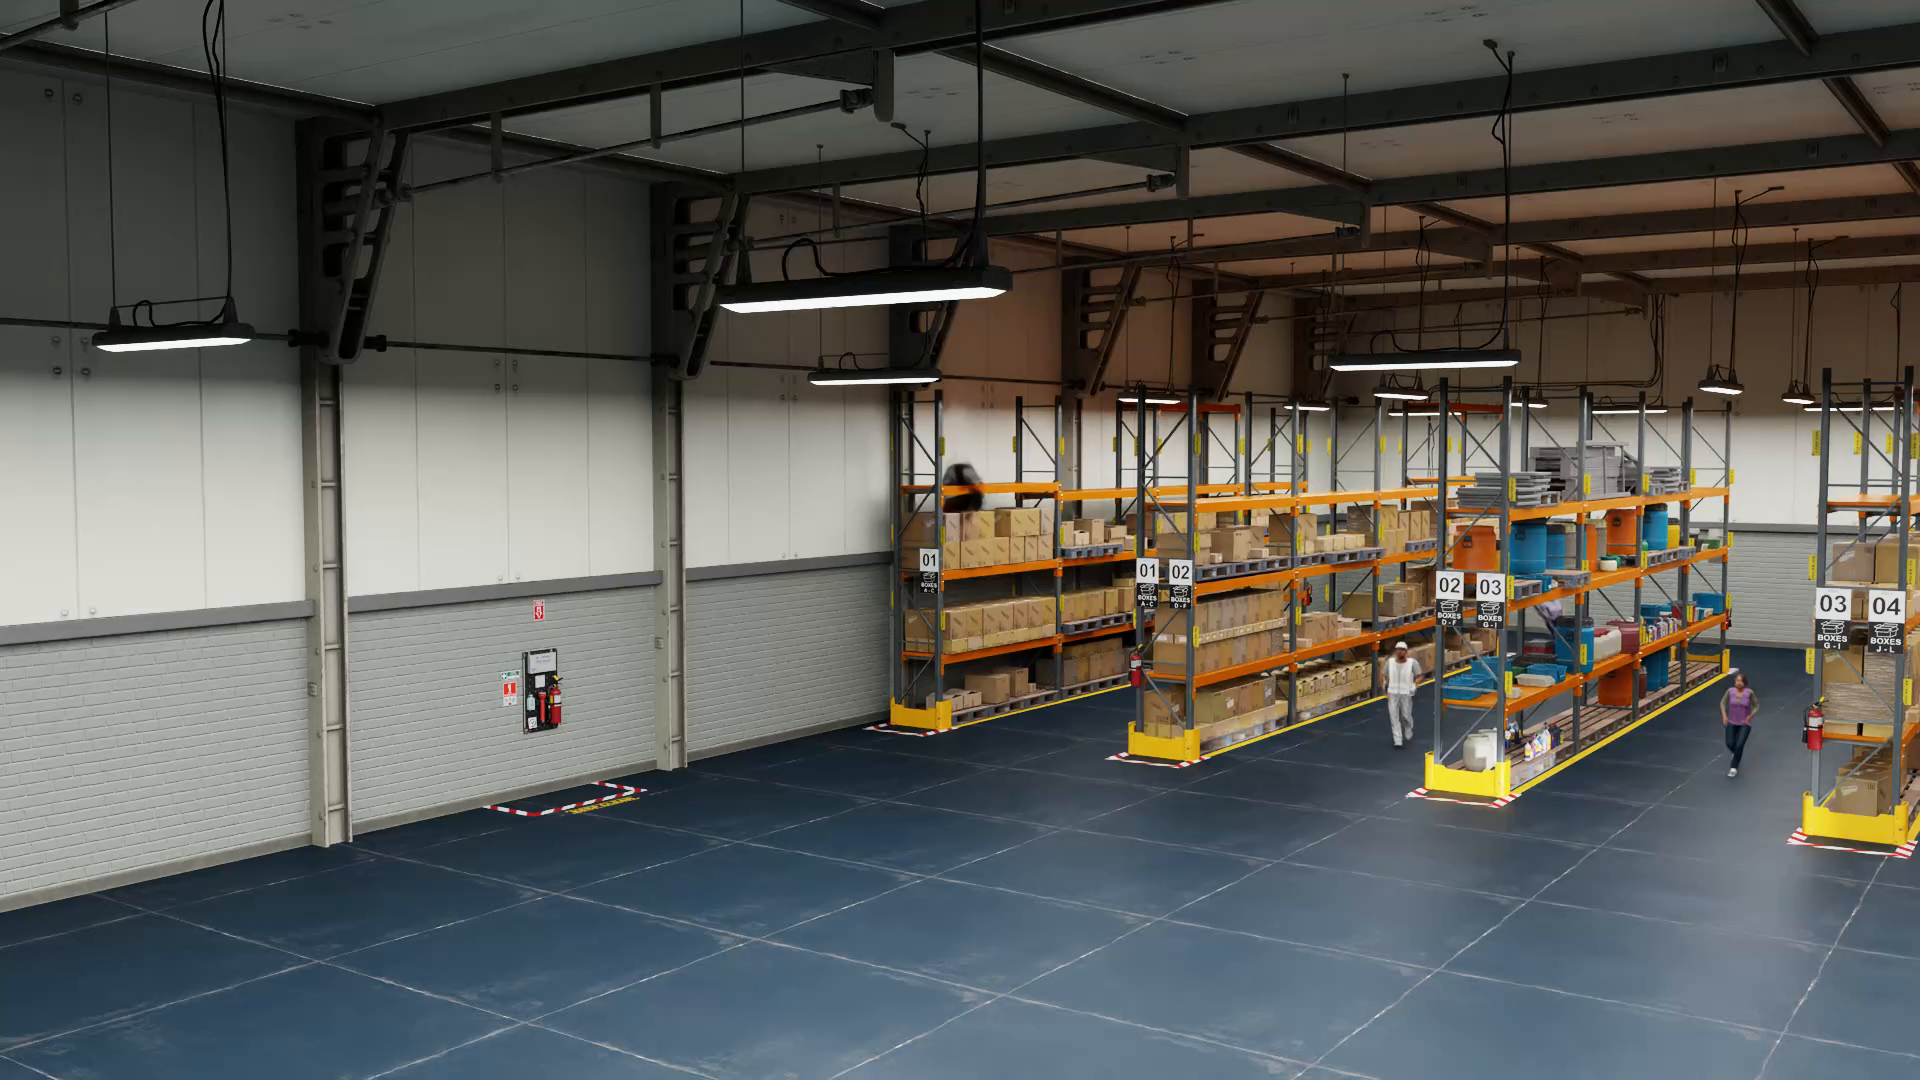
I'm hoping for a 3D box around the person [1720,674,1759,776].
[{"bbox_3d":[11.878,2.808,25.355,0.553,1.557,0.534,2,4,30],"label":"person"}]

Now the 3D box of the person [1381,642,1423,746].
[{"bbox_3d":[7.368,2.569,27.814,0.678,1.733,0.620,1,4,24],"label":"person"}]

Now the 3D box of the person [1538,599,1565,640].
[{"bbox_3d":[14.075,1.998,39.496,0.658,1.602,0.854,-1,3,-20],"label":"person"}]
